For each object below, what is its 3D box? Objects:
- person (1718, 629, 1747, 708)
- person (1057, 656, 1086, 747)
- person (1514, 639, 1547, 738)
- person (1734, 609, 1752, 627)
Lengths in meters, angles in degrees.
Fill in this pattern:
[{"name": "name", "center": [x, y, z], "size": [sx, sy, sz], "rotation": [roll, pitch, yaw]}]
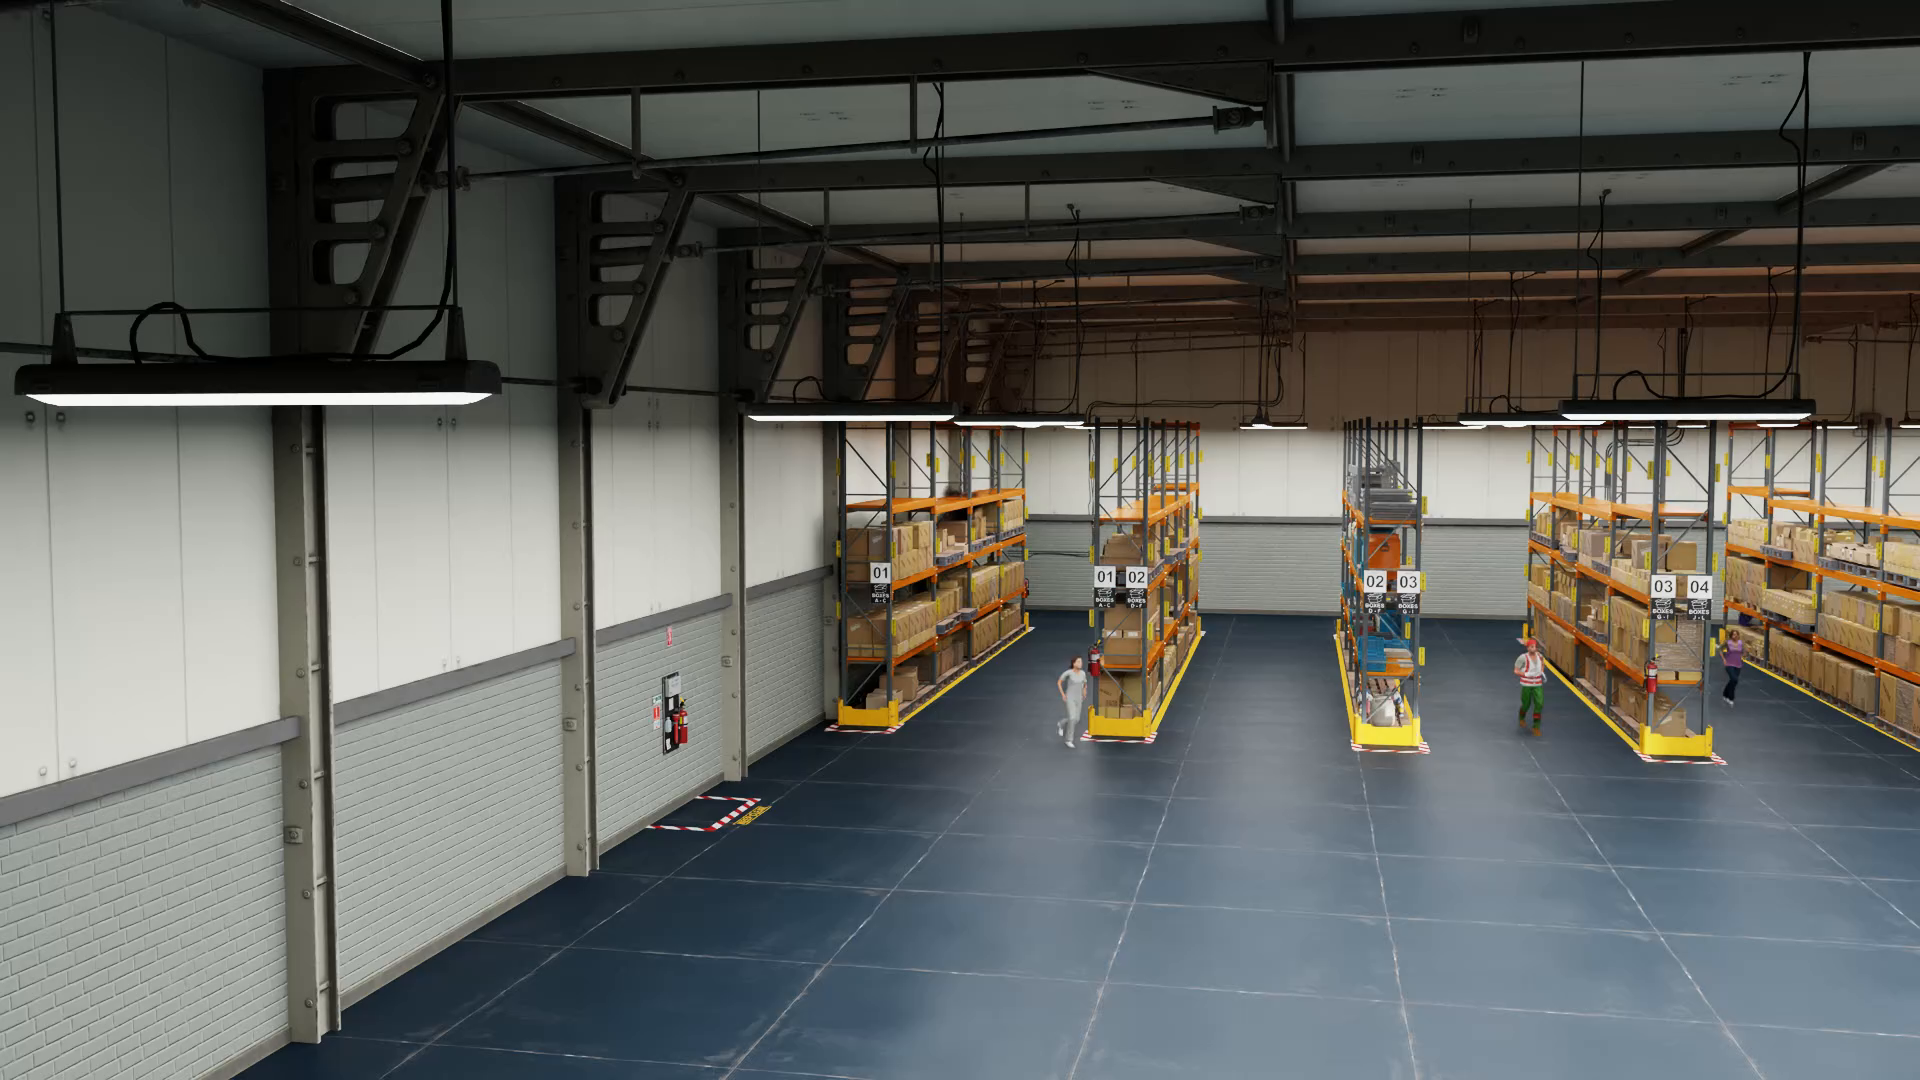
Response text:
[{"name": "person", "center": [16.169, 2.682, 34.750], "size": [0.506, 1.644, 0.704], "rotation": [0, 4, -1]}, {"name": "person", "center": [2.067, 2.943, 30.602], "size": [0.599, 1.642, 0.721], "rotation": [-2, 4, -27]}, {"name": "person", "center": [10.822, 2.795, 31.573], "size": [0.690, 1.848, 0.913], "rotation": [0, 4, -6]}, {"name": "person", "center": [21.490, 1.995, 45.355], "size": [0.769, 1.624, 0.607], "rotation": [-1, 4, -20]}]
